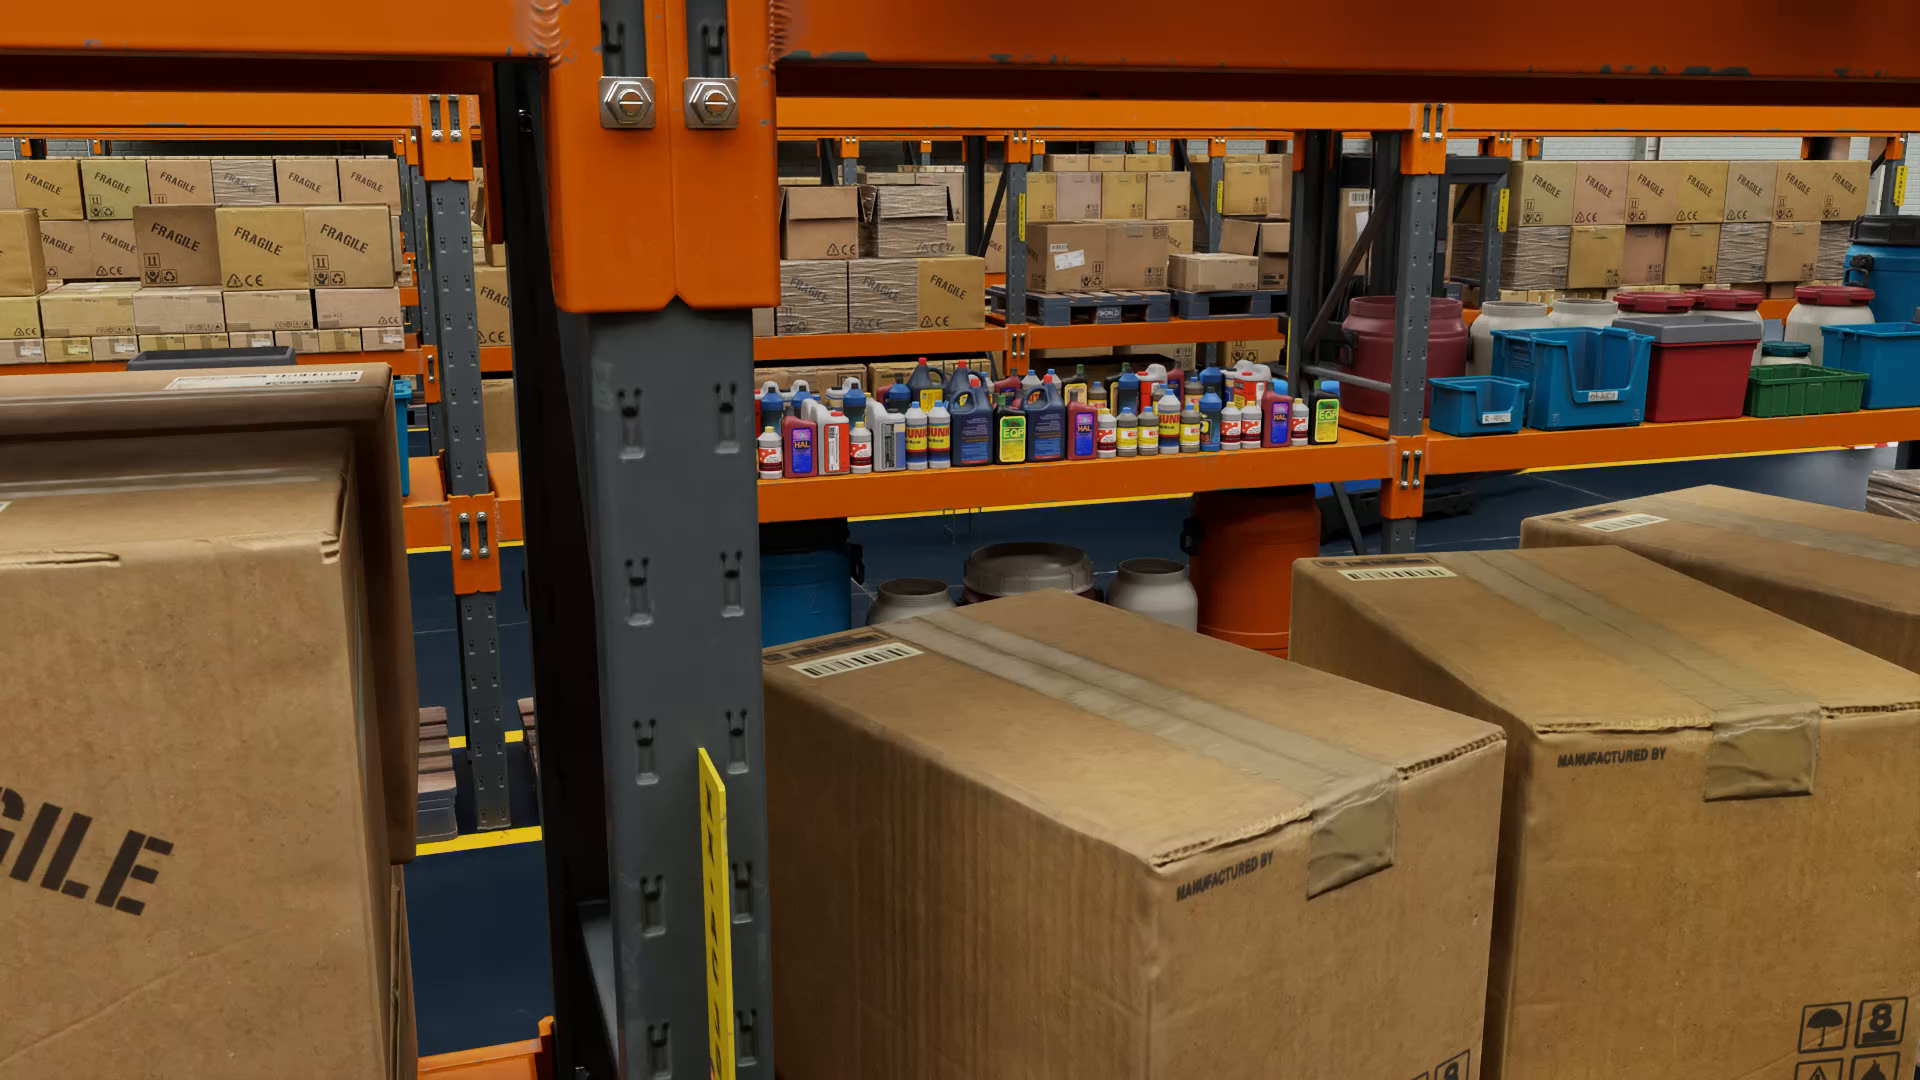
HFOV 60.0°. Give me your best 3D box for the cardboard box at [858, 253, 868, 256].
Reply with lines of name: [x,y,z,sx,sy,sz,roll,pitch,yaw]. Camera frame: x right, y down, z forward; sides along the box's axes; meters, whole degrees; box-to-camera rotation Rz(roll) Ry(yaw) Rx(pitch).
cardboard box: [-0.780,-1.861,12.267,0.500,0.500,0.500,-5,14,-20]

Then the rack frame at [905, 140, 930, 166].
rack frame: [-0.701,-5.384,27.294,0.127,3.000,1.000,-4,14,-18]

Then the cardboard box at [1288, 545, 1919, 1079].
cardboard box: [0.772,0.338,2.116,0.500,0.500,0.700,-2,14,-9]

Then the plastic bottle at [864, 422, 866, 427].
plastic bottle: [-0.356,-0.411,6.816,0.097,0.201,0.097,0,13,0]

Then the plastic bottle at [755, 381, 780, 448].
plastic bottle: [-0.861,-0.549,7.237,0.135,0.276,0.152,-4,14,-18]

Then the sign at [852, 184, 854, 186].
sign: [-1.049,-3.328,16.323,0.005,0.325,0.100,-4,14,-18]

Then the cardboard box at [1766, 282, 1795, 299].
cardboard box: [6.934,-2.165,14.307,0.250,0.149,0.380,-4,14,-18]

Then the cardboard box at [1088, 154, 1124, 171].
cardboard box: [1.863,-4.993,22.632,0.500,0.500,0.700,-4,14,-18]

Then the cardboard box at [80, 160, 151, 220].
cardboard box: [-7.326,-3.058,14.499,0.500,0.500,0.500,-5,14,-19]

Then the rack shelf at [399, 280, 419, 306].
rack shelf: [-6.917,-2.129,15.166,4.000,0.370,1.077,-4,14,-18]

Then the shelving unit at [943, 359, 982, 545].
shelving unit: [0.014,-0.585,11.008,0.189,1.200,0.258,-4,14,-18]

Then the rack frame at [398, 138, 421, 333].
rack frame: [-6.696,-3.705,20.237,0.127,3.000,1.000,-4,14,-18]

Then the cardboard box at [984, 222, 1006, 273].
cardboard box: [0.240,-3.020,17.140,0.500,0.500,0.500,-4,14,-18]

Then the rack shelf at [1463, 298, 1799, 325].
rack shelf: [5.942,-1.920,14.285,4.000,0.370,1.077,-4,14,-18]

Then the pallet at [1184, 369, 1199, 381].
pallet: [1.853,-1.787,18.200,1.213,0.211,1.003,-4,14,-18]

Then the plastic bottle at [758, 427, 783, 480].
plastic bottle: [-0.746,-0.343,6.532,0.097,0.201,0.097,0,13,0]

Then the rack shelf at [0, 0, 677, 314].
rack shelf: [-2.275,-0.320,1.079,4.000,0.370,1.077,-4,14,-18]

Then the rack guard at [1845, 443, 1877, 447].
rack guard: [7.766,-1.195,15.088,0.348,0.500,1.175,-4,14,-18]

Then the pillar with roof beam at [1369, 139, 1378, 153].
pillar with roof beam: [9.203,-8.242,26.349,0.400,9.000,9.100,-4,14,-18]

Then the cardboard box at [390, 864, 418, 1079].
cardboard box: [-0.950,0.571,2.045,0.500,0.500,0.500,-4,14,-17]

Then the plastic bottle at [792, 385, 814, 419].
plastic bottle: [-0.676,-0.531,7.170,0.097,0.271,0.097,0,13,0]

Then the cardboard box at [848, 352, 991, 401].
cardboard box: [-0.405,-0.951,12.343,0.875,0.875,1.225,-5,14,-21]

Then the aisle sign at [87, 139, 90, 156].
aisle sign: [-12.045,-5.693,22.978,0.004,0.787,0.394,-4,14,-18]

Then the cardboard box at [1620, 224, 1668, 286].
cardboard box: [5.420,-2.423,13.989,0.500,0.500,0.875,-4,14,-18]

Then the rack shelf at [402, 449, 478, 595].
rack shelf: [-3.851,0.052,5.995,4.000,0.370,1.077,-4,14,-18]

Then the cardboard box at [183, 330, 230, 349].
cardboard box: [-4.695,-1.239,10.412,0.250,0.149,0.380,-4,14,-17]

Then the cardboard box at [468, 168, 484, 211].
cardboard box: [-5.714,-4.253,20.164,0.500,0.500,0.500,-5,14,-18]

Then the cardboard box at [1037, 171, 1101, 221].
cardboard box: [1.126,-3.639,17.581,0.500,0.500,0.700,-4,14,-18]

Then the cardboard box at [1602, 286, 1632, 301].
cardboard box: [5.300,-2.020,13.694,0.250,0.149,0.380,-4,14,-18]

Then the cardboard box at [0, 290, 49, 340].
cardboard box: [-5.818,-1.360,10.061,0.500,0.250,0.500,-5,14,-20]

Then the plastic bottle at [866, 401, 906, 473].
plastic bottle: [-0.298,-0.421,6.698,0.135,0.276,0.152,-4,14,-18]

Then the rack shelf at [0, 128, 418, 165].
rack shelf: [-5.431,-2.493,10.215,4.000,0.370,1.077,-4,14,-18]

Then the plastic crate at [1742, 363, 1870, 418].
plastic crate: [4.066,-0.742,8.238,0.662,0.188,0.450,-4,14,-18]

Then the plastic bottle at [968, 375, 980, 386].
plastic bottle: [0.008,-0.617,7.521,0.135,0.276,0.152,-4,14,-18]

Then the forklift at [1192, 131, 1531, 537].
forklift: [3.124,-1.677,11.859,3.031,2.935,1.130,-10,16,-35]

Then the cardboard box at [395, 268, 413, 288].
cardboard box: [-5.218,-2.432,15.428,0.250,0.149,0.380,-5,14,-19]

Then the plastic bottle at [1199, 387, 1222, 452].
plastic bottle: [1.070,-0.518,7.118,0.097,0.271,0.097,0,13,0]

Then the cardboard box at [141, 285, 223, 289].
cardboard box: [-5.026,-1.551,10.862,0.500,0.250,0.500,-4,14,-17]

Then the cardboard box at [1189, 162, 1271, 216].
cardboard box: [2.921,-3.835,18.126,0.550,0.550,0.875,-4,14,-18]

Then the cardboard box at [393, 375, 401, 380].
cardboard box: [-4.187,-0.671,11.165,0.875,0.875,0.875,-4,14,-18]

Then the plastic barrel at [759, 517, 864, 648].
plastic barrel: [-0.764,0.283,7.099,0.708,0.901,0.600,-4,14,-18]

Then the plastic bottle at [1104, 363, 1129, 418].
plastic bottle: [0.742,-0.689,7.808,0.133,0.283,0.061,-4,14,-18]

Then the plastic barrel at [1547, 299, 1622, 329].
plastic barrel: [3.141,-0.949,8.407,0.421,0.512,0.421,0,13,0]

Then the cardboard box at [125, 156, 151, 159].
cardboard box: [-9.310,-4.278,18.868,0.250,0.149,0.380,-5,14,-20]

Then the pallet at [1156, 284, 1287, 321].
pallet: [2.119,-1.888,13.014,1.213,0.211,1.003,-4,14,-18]

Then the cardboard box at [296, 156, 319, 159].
cardboard box: [-7.645,-4.429,19.500,0.250,0.149,0.380,-5,14,-19]

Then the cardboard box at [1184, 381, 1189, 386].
cardboard box: [1.941,-0.966,13.171,0.500,0.500,0.700,-3,14,-13]

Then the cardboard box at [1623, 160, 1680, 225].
cardboard box: [5.502,-2.853,13.636,0.500,0.500,0.500,-4,14,-18]
